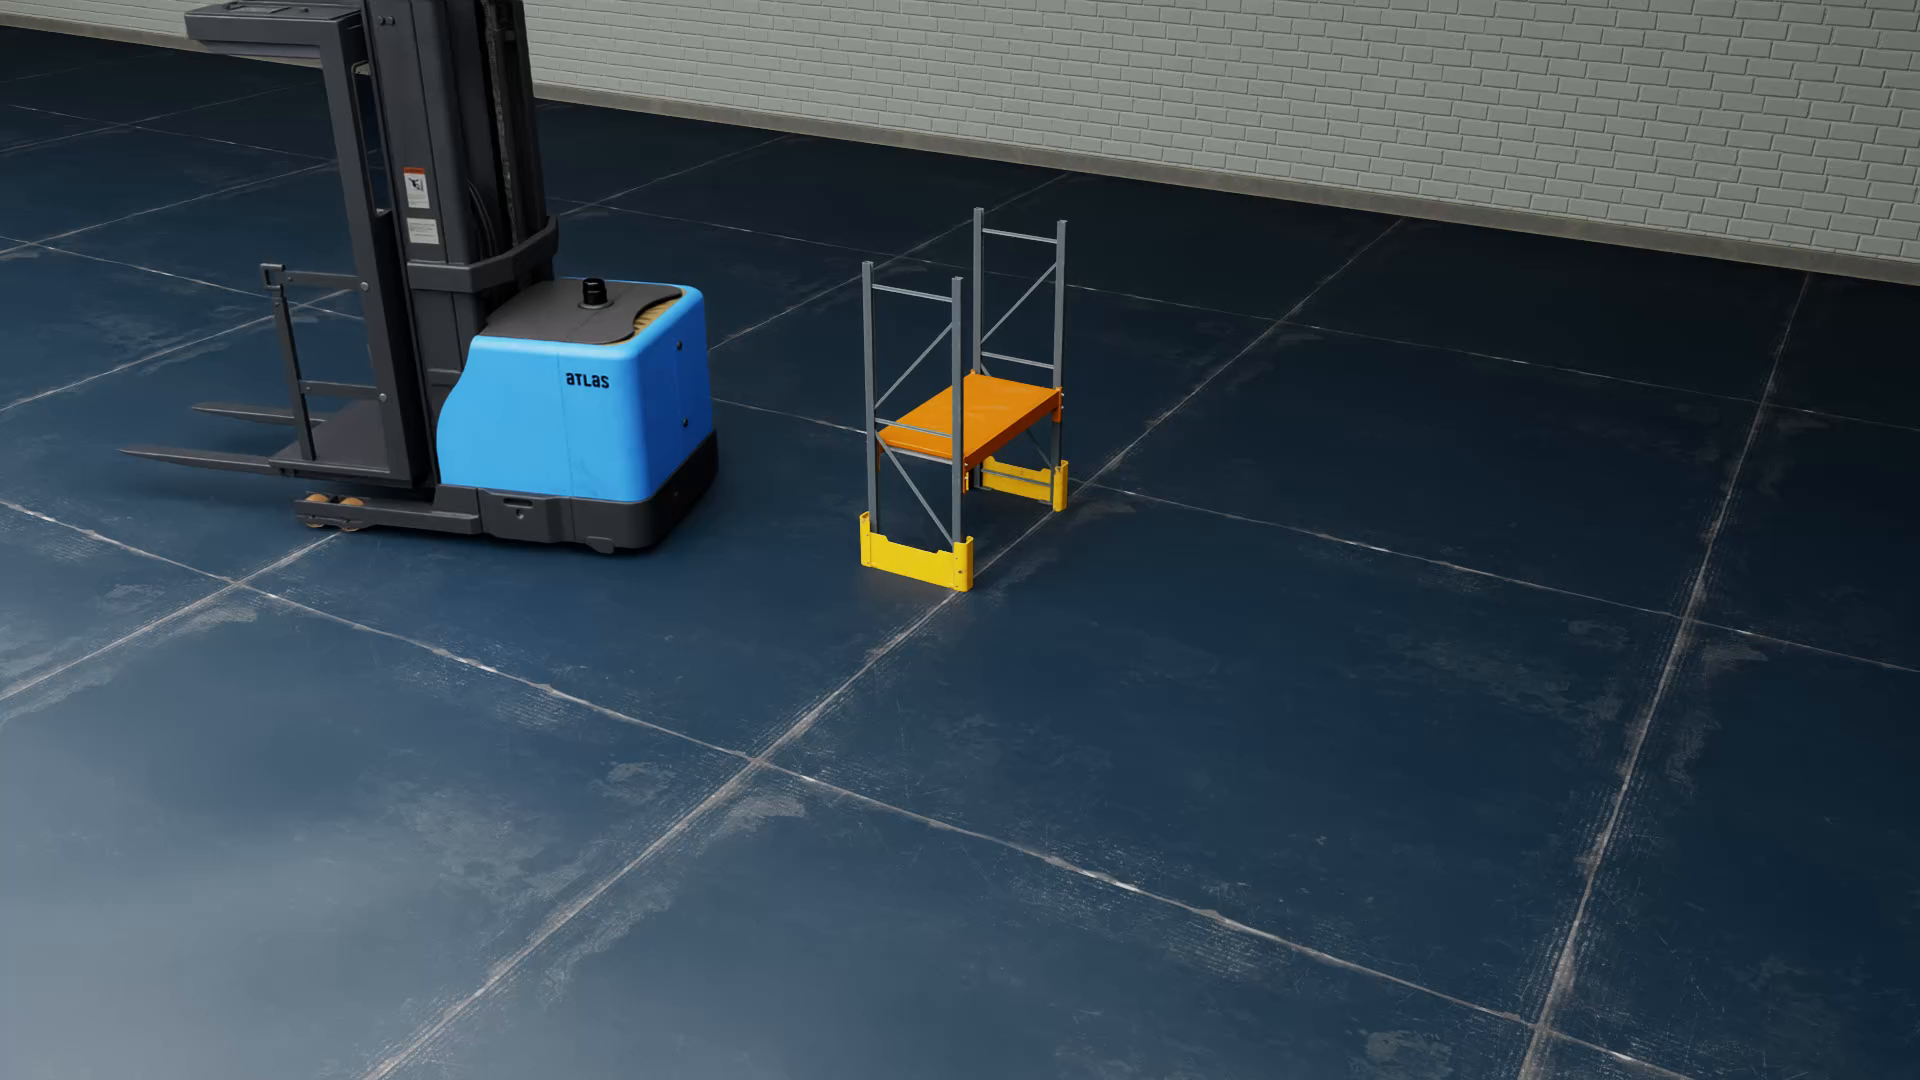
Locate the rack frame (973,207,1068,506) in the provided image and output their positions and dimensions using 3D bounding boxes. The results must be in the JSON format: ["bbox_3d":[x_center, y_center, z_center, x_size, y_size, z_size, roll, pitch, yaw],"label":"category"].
[{"bbox_3d":[0.292,-0.902,8.376,0.500,1.500,0.032,14,30,26],"label":"rack frame"}]

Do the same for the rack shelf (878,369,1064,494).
[{"bbox_3d":[0.042,-0.543,8.061,0.538,0.185,1.000,14,30,26],"label":"rack shelf"}]

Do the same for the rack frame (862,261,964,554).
[{"bbox_3d":[-0.208,-0.506,7.585,0.500,1.500,0.032,14,30,26],"label":"rack frame"}]

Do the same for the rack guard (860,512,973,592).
[{"bbox_3d":[-0.207,0.053,7.866,0.587,0.250,0.087,14,30,26],"label":"rack guard"}]

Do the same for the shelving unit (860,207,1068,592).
[{"bbox_3d":[0.038,-0.700,7.974,0.587,1.500,1.083,14,30,26],"label":"shelving unit"}]

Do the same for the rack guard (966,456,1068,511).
[{"bbox_3d":[0.283,-0.336,8.641,0.587,0.250,0.087,14,30,26],"label":"rack guard"}]

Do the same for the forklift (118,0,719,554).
[{"bbox_3d":[-2.853,-1.575,8.122,3.031,2.935,1.130,6,27,11],"label":"forklift"}]
